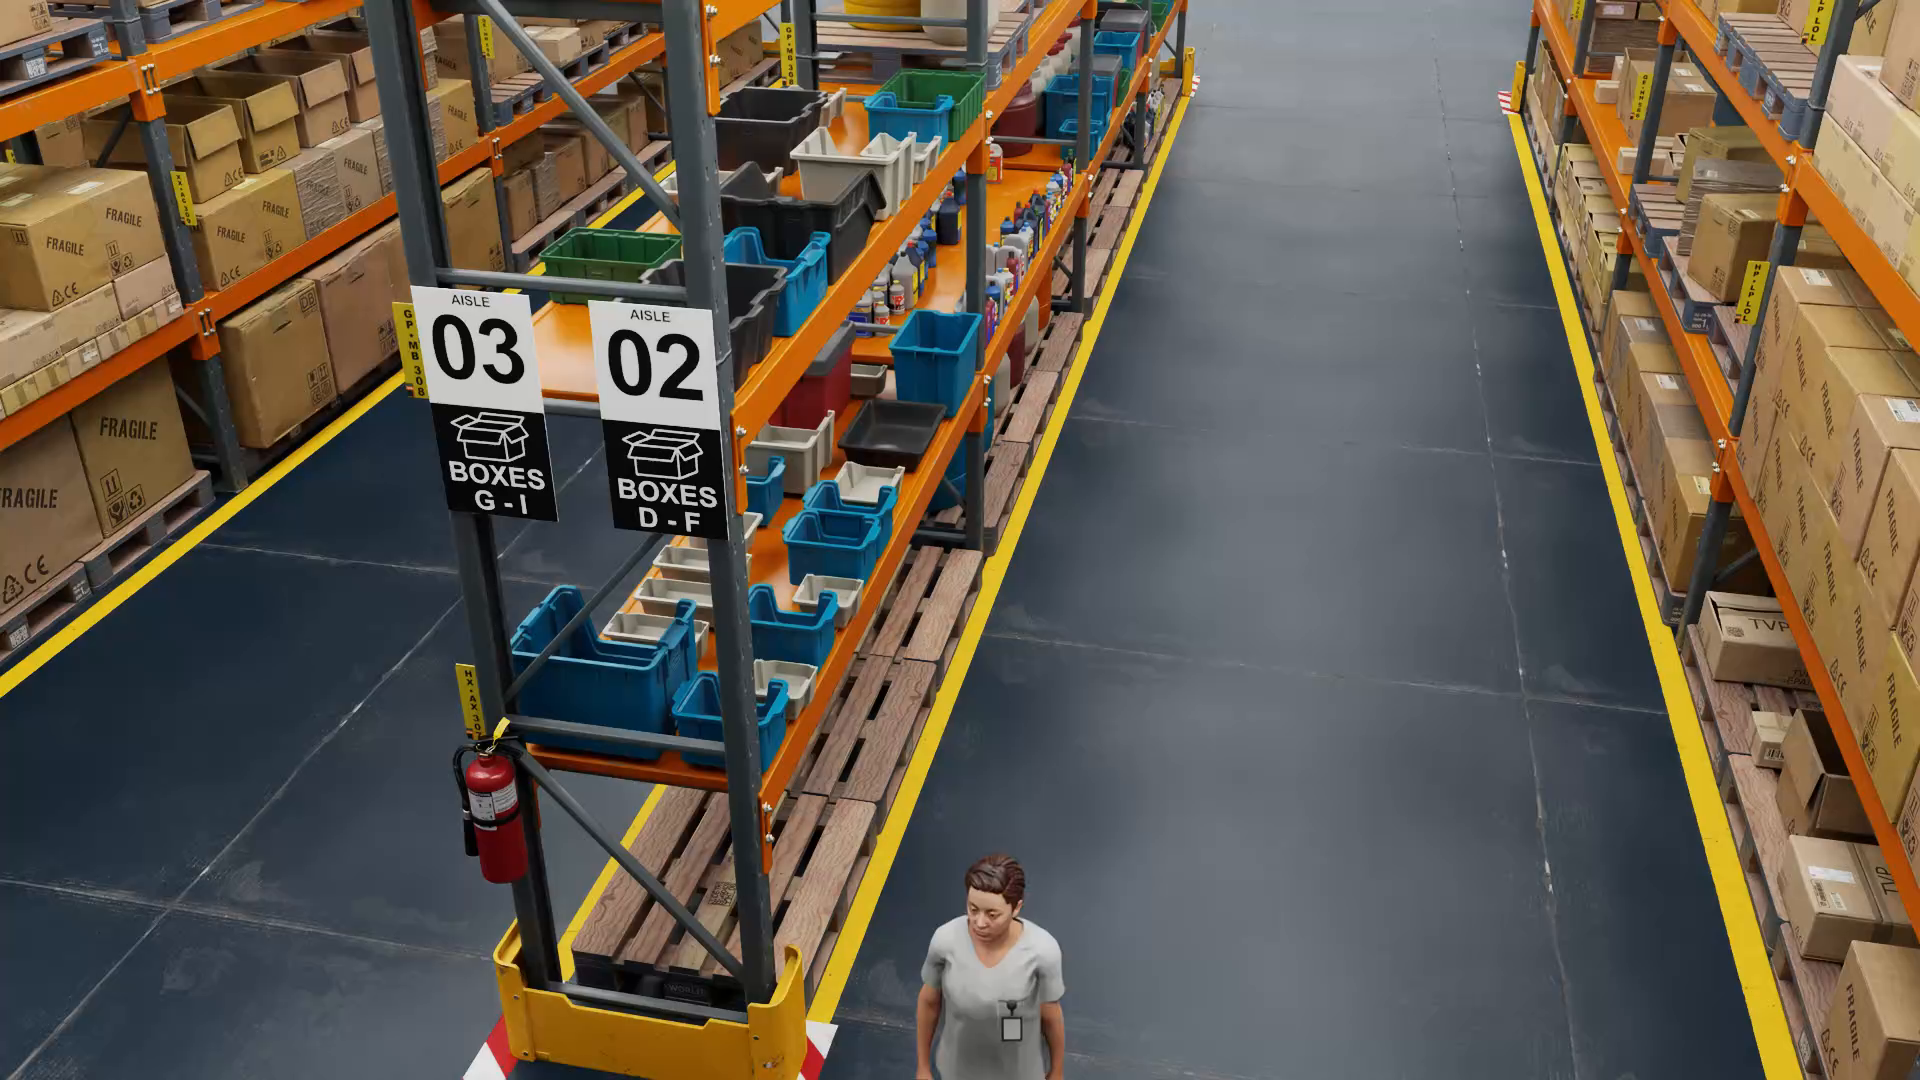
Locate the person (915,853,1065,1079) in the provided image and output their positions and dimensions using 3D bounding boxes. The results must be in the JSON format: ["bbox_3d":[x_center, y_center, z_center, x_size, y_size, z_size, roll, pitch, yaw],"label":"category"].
[{"bbox_3d":[0.088,1.759,5.405,0.493,1.673,0.480,7,30,12],"label":"person"}]
